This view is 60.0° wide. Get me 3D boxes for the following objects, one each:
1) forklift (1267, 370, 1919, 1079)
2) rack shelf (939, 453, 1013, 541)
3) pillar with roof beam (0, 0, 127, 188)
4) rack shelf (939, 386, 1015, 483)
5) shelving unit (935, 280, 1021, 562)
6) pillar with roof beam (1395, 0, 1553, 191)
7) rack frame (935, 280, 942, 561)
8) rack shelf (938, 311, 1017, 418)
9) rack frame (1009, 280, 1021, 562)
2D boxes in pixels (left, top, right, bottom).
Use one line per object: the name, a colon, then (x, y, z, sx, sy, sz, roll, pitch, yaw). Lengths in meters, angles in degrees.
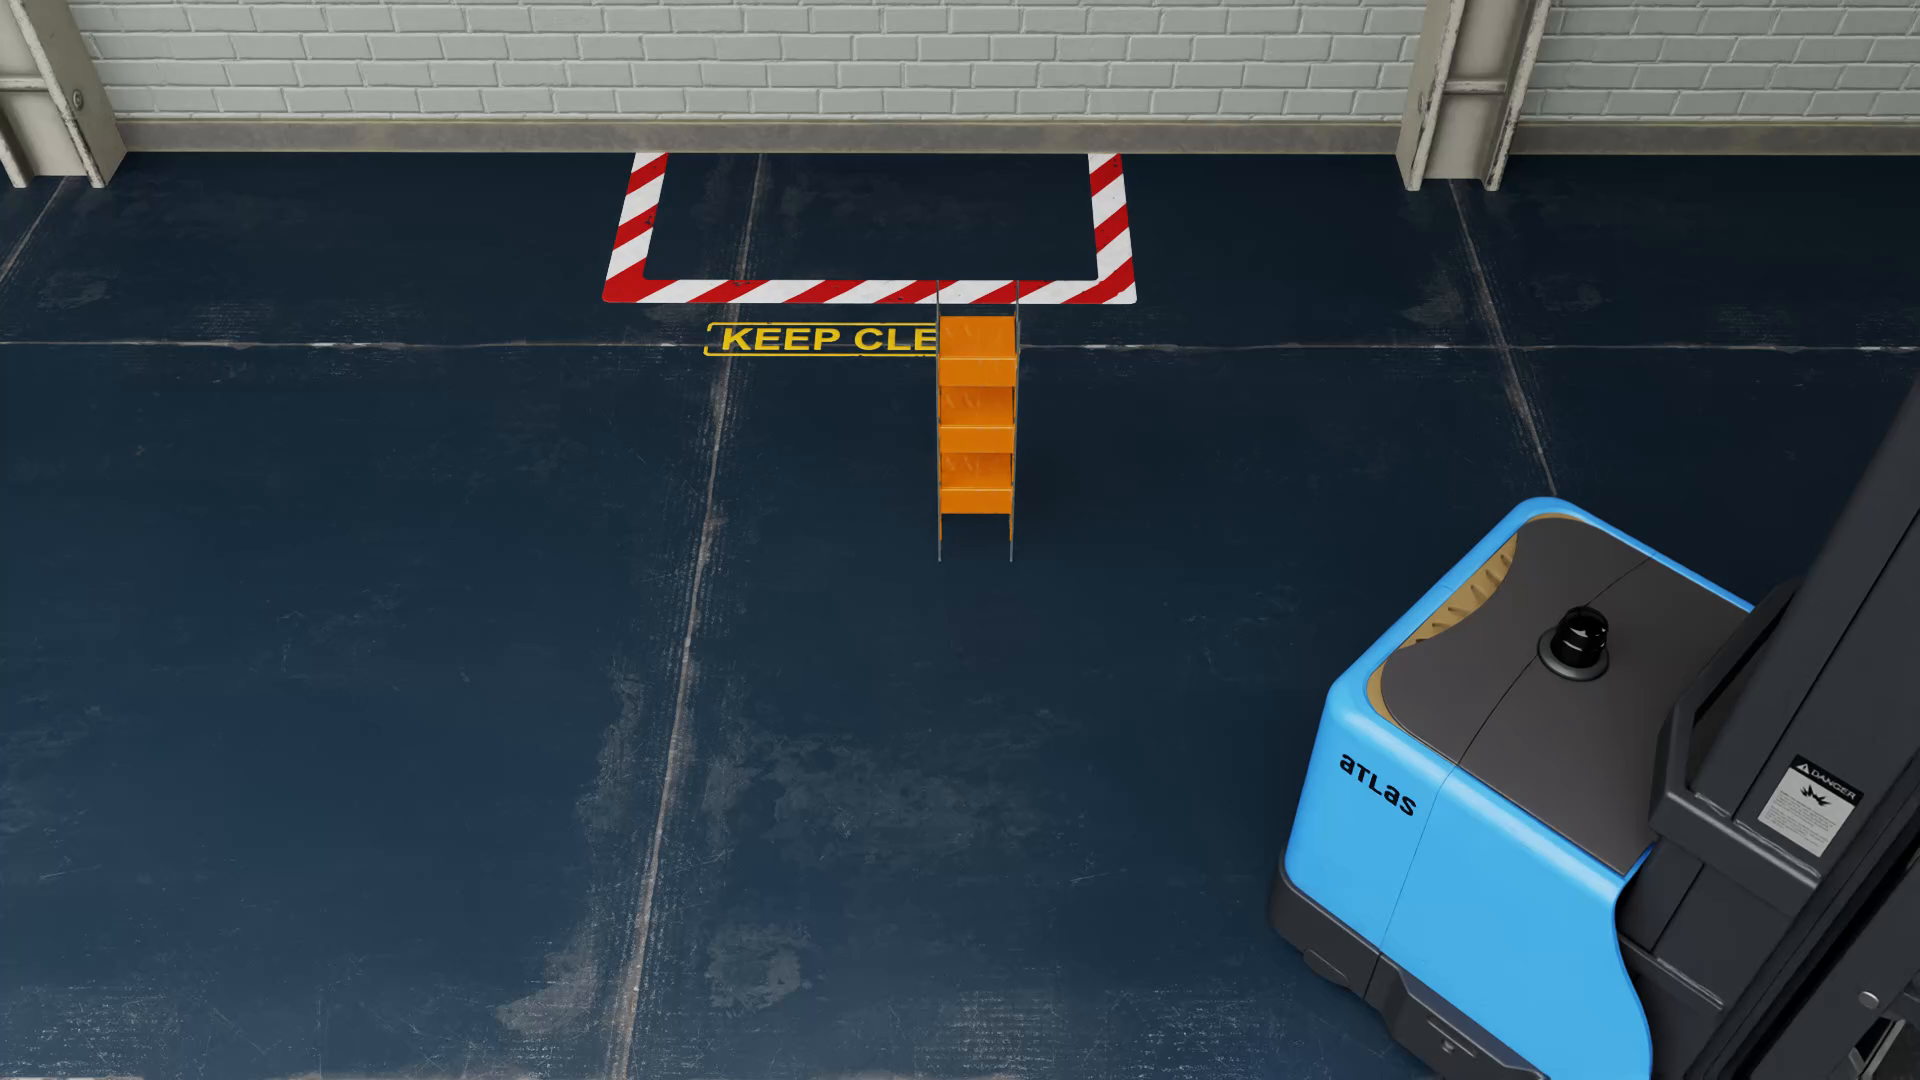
forklift: (2.270, 0.597, 3.192, 3.031, 2.935, 1.130, 35, 56, 28)
rack shelf: (0.054, -0.161, 5.577, 0.240, 0.259, 0.215, 0, 47, 0)
pillar with roof beam: (-3.896, -1.546, 1.042, 0.400, 9.000, 9.100, 0, 47, 0)
rack shelf: (0.054, -0.350, 5.373, 0.240, 0.259, 0.215, 0, 47, 0)
shelving unit: (0.054, -0.358, 5.366, 0.252, 1.050, 0.215, 0, 47, 0)
pillar with roof beam: (2.104, -1.530, 1.026, 0.400, 9.000, 9.100, 0, 47, 0)
rack frame: (-0.068, -0.358, 5.366, 0.008, 1.050, 0.200, 0, 47, 0)
rack shelf: (0.054, -0.544, 5.166, 0.240, 0.259, 0.215, 0, 47, 0)
rack frame: (0.176, -0.357, 5.365, 0.008, 1.050, 0.200, 0, 47, 0)
